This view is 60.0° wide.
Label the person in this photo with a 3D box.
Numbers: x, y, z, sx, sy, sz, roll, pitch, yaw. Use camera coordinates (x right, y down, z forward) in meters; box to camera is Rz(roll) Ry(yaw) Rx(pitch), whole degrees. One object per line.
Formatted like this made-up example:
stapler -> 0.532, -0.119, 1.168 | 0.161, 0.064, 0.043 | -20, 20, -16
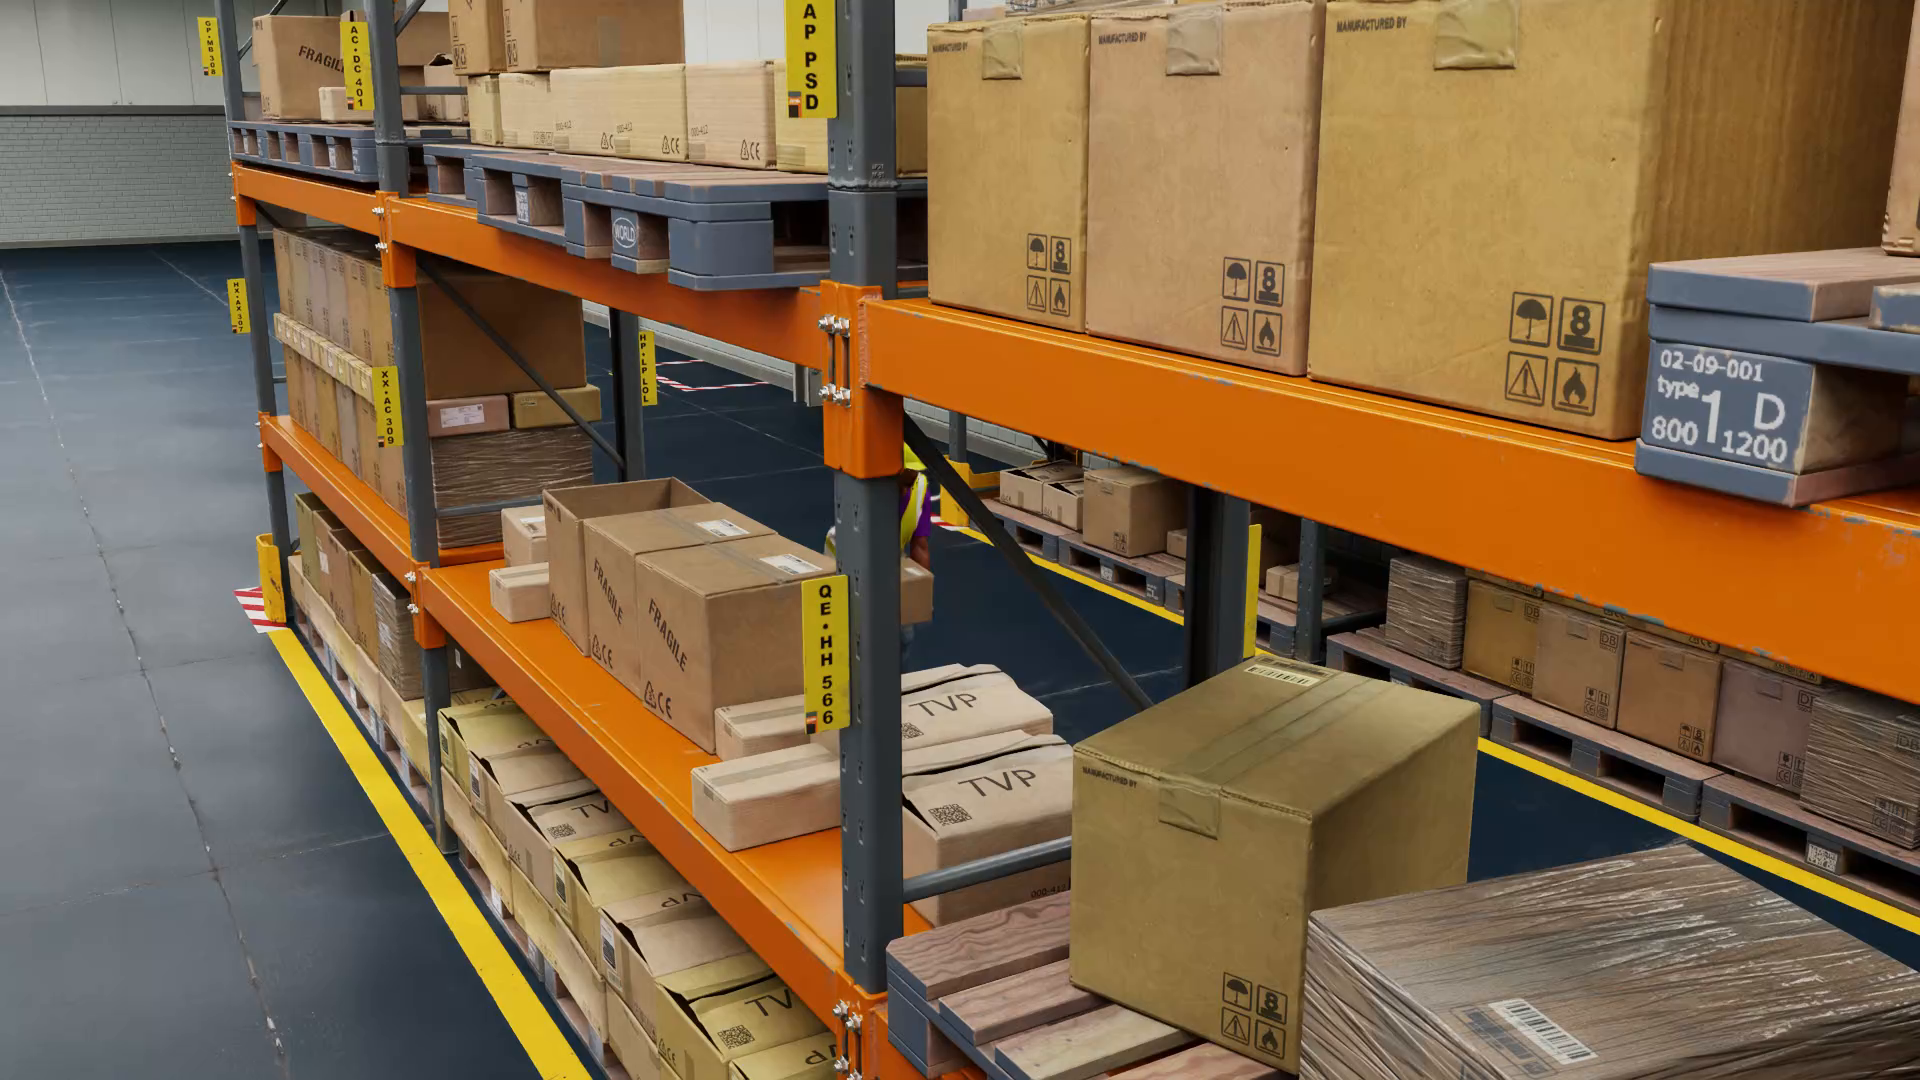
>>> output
person -> -0.376, 0.204, 8.397 | 0.483, 1.659, 0.691 | -9, 17, -31
